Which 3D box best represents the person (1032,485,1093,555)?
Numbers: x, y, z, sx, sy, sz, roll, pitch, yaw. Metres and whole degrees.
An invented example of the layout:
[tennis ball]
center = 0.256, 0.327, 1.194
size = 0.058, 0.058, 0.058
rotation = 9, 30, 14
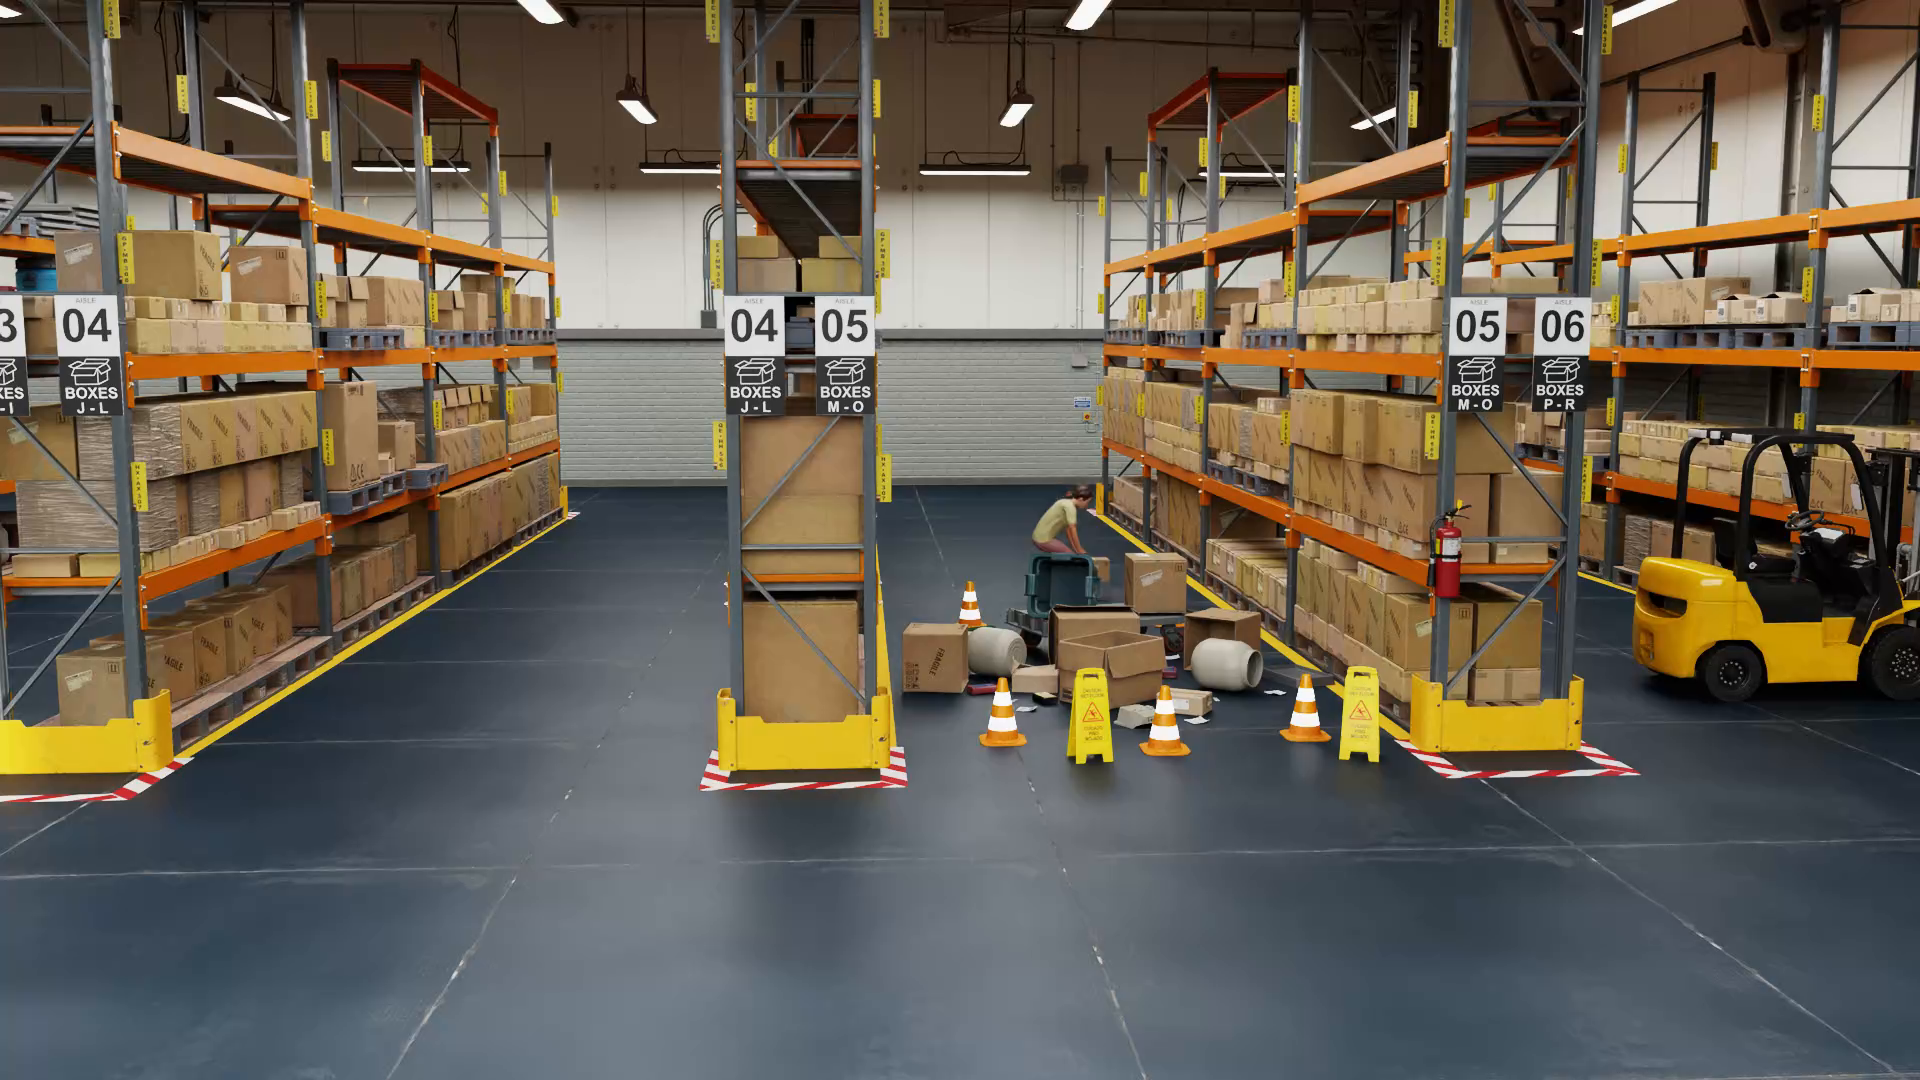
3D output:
[person]
center = 1.151, 0.026, 18.707
size = 0.692, 1.278, 0.512
rotation = 0, 7, -4
